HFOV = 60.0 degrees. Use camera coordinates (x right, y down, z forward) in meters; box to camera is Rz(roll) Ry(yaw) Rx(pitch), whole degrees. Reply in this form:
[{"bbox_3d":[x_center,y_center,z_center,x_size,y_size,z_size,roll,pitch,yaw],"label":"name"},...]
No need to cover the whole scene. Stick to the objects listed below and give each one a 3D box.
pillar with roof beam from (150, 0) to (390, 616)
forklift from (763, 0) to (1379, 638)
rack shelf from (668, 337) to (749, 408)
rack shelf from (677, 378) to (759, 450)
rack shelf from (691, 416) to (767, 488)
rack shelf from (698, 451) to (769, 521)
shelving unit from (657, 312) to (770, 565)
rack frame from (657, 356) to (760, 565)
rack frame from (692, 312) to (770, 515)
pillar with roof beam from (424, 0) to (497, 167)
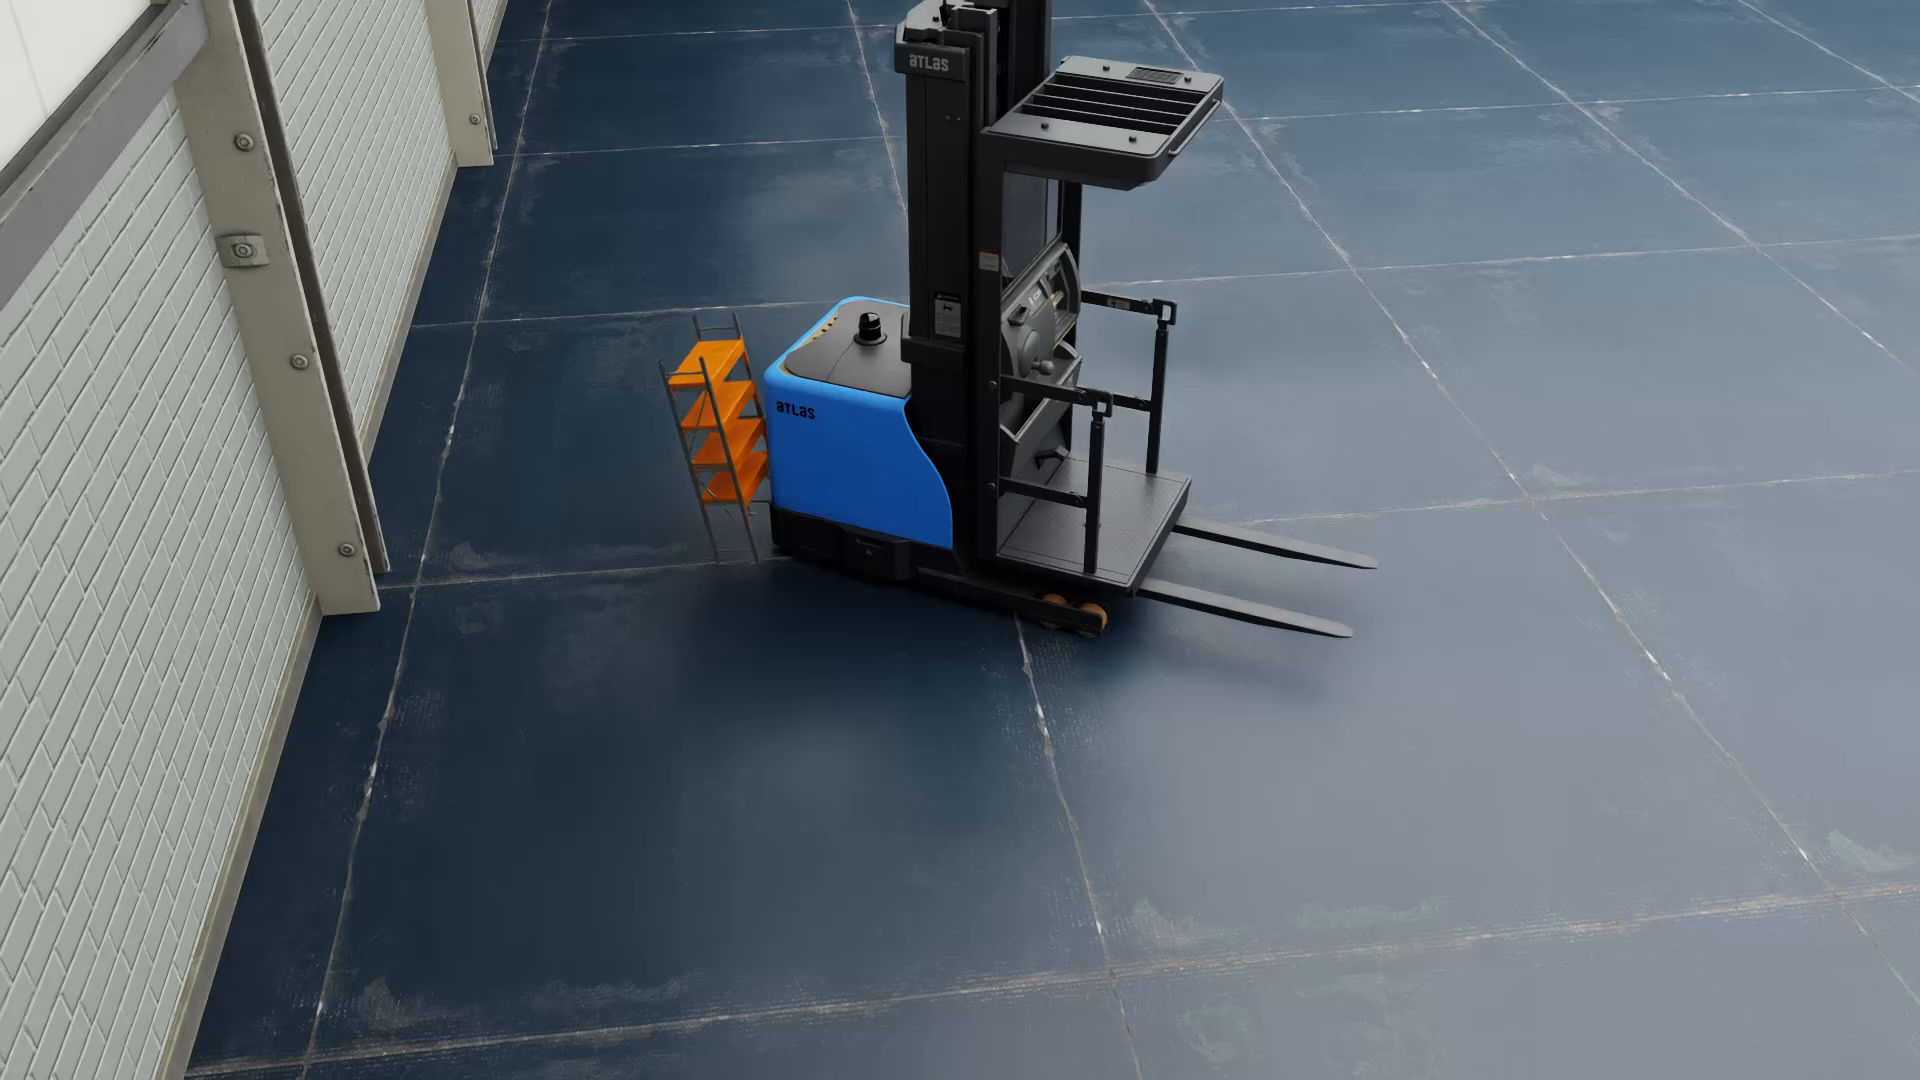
[{"bbox_3d":[1.165,-3.787,6.444,9.100,9.000,0.400,-4,35,-6],"label":"pillar with roof beam"},{"bbox_3d":[0.574,-1.075,7.853,3.031,2.935,1.130,13,36,19],"label":"forklift"},{"bbox_3d":[-1.264,-0.838,8.328,0.258,0.148,0.480,-1,33,16],"label":"rack shelf"},{"bbox_3d":[-1.225,-0.640,8.451,0.258,0.148,0.480,-1,33,16],"label":"rack shelf"},{"bbox_3d":[-1.188,-0.454,8.569,0.258,0.148,0.480,-1,33,16],"label":"rack shelf"},{"bbox_3d":[-1.155,-0.288,8.673,0.258,0.148,0.480,-1,33,16],"label":"rack shelf"},{"bbox_3d":[-1.199,-0.510,8.533,0.258,1.200,0.503,-1,33,16],"label":"shelving unit"},{"bbox_3d":[-1.251,-0.376,8.336,0.240,1.200,0.015,-1,33,16],"label":"rack frame"},{"bbox_3d":[-1.147,-0.644,8.731,0.240,1.200,0.015,-1,33,16],"label":"rack frame"},{"bbox_3d":[0.359,-7.135,11.357,9.100,9.000,0.400,-4,35,-6],"label":"pillar with roof beam"}]
